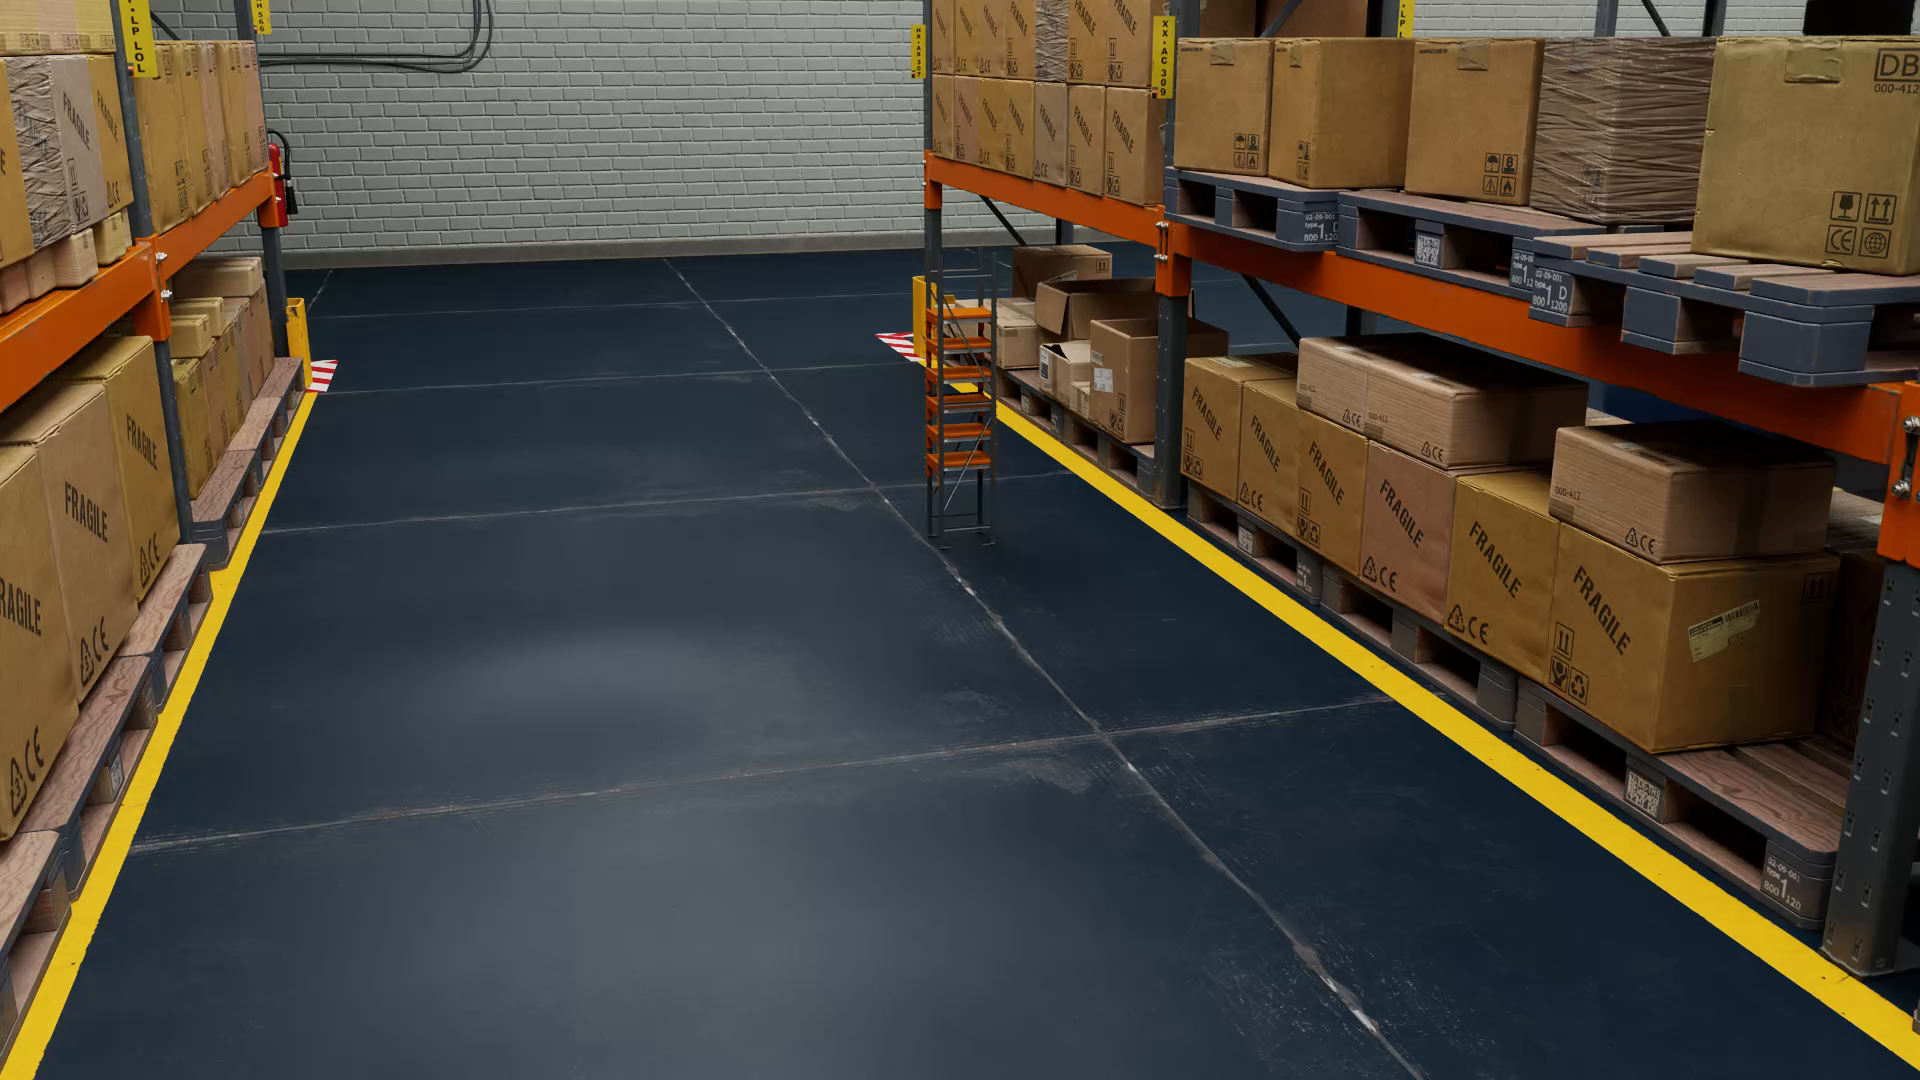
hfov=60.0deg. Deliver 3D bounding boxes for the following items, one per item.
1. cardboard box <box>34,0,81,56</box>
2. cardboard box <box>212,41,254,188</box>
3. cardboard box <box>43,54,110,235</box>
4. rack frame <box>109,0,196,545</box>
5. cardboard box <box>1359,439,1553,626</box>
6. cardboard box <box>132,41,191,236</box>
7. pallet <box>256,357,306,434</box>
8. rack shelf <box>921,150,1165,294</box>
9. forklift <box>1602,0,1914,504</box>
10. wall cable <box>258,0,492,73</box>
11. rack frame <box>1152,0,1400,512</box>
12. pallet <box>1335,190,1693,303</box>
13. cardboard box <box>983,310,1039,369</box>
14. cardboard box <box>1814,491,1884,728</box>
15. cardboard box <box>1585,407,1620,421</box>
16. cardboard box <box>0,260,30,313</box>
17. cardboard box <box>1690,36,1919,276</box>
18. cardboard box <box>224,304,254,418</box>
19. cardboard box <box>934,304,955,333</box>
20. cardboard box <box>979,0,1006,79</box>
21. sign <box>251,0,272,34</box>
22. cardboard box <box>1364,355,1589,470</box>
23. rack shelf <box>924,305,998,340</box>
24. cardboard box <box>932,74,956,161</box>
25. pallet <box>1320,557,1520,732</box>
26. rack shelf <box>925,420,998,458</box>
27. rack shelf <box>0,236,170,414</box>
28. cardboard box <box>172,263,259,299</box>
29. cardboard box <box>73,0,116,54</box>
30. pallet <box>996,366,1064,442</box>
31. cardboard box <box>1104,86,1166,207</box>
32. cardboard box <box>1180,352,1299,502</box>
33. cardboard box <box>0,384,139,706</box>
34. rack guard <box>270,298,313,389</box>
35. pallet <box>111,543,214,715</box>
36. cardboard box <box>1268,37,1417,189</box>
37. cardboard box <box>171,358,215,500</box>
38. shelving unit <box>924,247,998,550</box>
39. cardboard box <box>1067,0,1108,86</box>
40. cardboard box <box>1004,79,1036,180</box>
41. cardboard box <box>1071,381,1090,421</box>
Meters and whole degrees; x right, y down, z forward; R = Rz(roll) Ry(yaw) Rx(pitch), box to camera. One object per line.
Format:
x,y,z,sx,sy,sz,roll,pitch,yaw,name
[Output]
-2.896,-1.534,4.816,0.500,0.250,0.500,-4,17,-14,cardboard box
-4.140,-2.136,8.327,0.980,0.700,0.700,-5,17,-16,cardboard box
-2.882,-1.178,4.934,0.500,0.500,0.500,-5,17,-15,cardboard box
-3.401,-1.226,5.820,1.000,3.000,0.127,-5,17,-15,rack frame
1.685,-0.054,5.498,0.500,0.500,0.500,-5,18,-17,cardboard box
-3.535,-1.521,6.281,0.980,0.700,0.700,-4,17,-14,cardboard box
-4.205,-0.782,9.189,1.003,0.211,1.213,-5,17,-15,pallet
0.811,-1.828,9.073,1.077,0.370,4.000,-5,17,-15,rack shelf
3.792,-1.221,5.921,1.130,2.935,3.031,-6,18,-18,forklift
-5.711,-5.311,14.390,3.097,2.526,0.112,-5,17,-15,wall cable
1.361,-1.619,7.128,1.000,3.000,0.127,-5,17,-15,rack frame
1.921,-0.958,5.261,1.003,0.211,1.213,-5,17,-15,pallet
0.413,-1.170,9.647,0.500,0.250,0.500,-5,17,-15,cardboard box
2.460,0.181,4.716,0.500,0.500,0.500,-5,18,-17,cardboard box
2.037,-0.243,6.126,0.500,0.500,0.500,-4,17,-15,cardboard box
-2.729,-0.690,4.435,0.380,0.149,0.250,-5,17,-17,cardboard box
2.179,-0.927,3.920,0.700,0.500,0.500,-12,20,-34,cardboard box
-3.935,-0.873,8.261,0.700,0.500,0.500,-5,18,-17,cardboard box
0.046,-1.428,10.682,0.380,0.149,0.250,-5,17,-15,cardboard box
0.414,-2.826,9.233,0.500,0.500,0.500,-4,17,-14,cardboard box
-3.975,-3.040,9.433,0.100,0.325,0.005,-5,17,-15,sign
1.673,-0.423,5.424,0.500,0.250,0.500,-5,17,-16,cardboard box
0.004,-0.873,6.675,0.258,0.103,0.180,-5,17,-15,rack shelf
0.130,-2.630,10.319,0.500,0.500,0.500,-4,17,-14,cardboard box
1.960,0.277,5.664,1.003,0.211,1.213,-5,17,-15,pallet
0.004,-0.413,6.813,0.258,0.103,0.180,-5,17,-15,rack shelf
-2.852,-0.329,4.082,1.077,0.370,4.000,-5,17,-15,rack shelf
-3.930,-1.370,8.786,0.380,0.149,0.250,-4,17,-14,cardboard box
-3.027,-1.676,5.290,0.500,0.250,0.500,-4,17,-14,cardboard box
0.834,-0.811,9.287,1.003,0.211,1.213,-5,17,-15,pallet
0.977,-1.785,7.506,0.500,0.500,0.500,-4,17,-14,cardboard box
1.259,-0.479,6.914,0.500,0.500,0.500,-6,18,-18,cardboard box
-2.850,0.017,4.687,0.750,0.750,0.750,-4,17,-14,cardboard box
-4.507,-1.142,9.886,1.175,0.500,0.348,-5,17,-15,rack guard
-3.117,0.317,5.531,1.003,0.211,1.213,-5,17,-15,pallet
1.526,-1.534,5.941,0.700,0.500,0.500,-2,17,-6,cardboard box
-3.508,-0.445,6.835,0.700,0.500,0.500,-4,17,-15,cardboard box
0.004,-0.571,6.766,0.258,1.200,0.189,-5,17,-15,shelving unit
0.829,-2.407,7.838,0.500,0.500,0.500,-5,17,-16,cardboard box
0.548,-2.210,8.921,0.500,0.500,0.500,-4,17,-15,cardboard box
0.771,-0.698,8.254,0.380,0.149,0.250,-5,17,-15,cardboard box
